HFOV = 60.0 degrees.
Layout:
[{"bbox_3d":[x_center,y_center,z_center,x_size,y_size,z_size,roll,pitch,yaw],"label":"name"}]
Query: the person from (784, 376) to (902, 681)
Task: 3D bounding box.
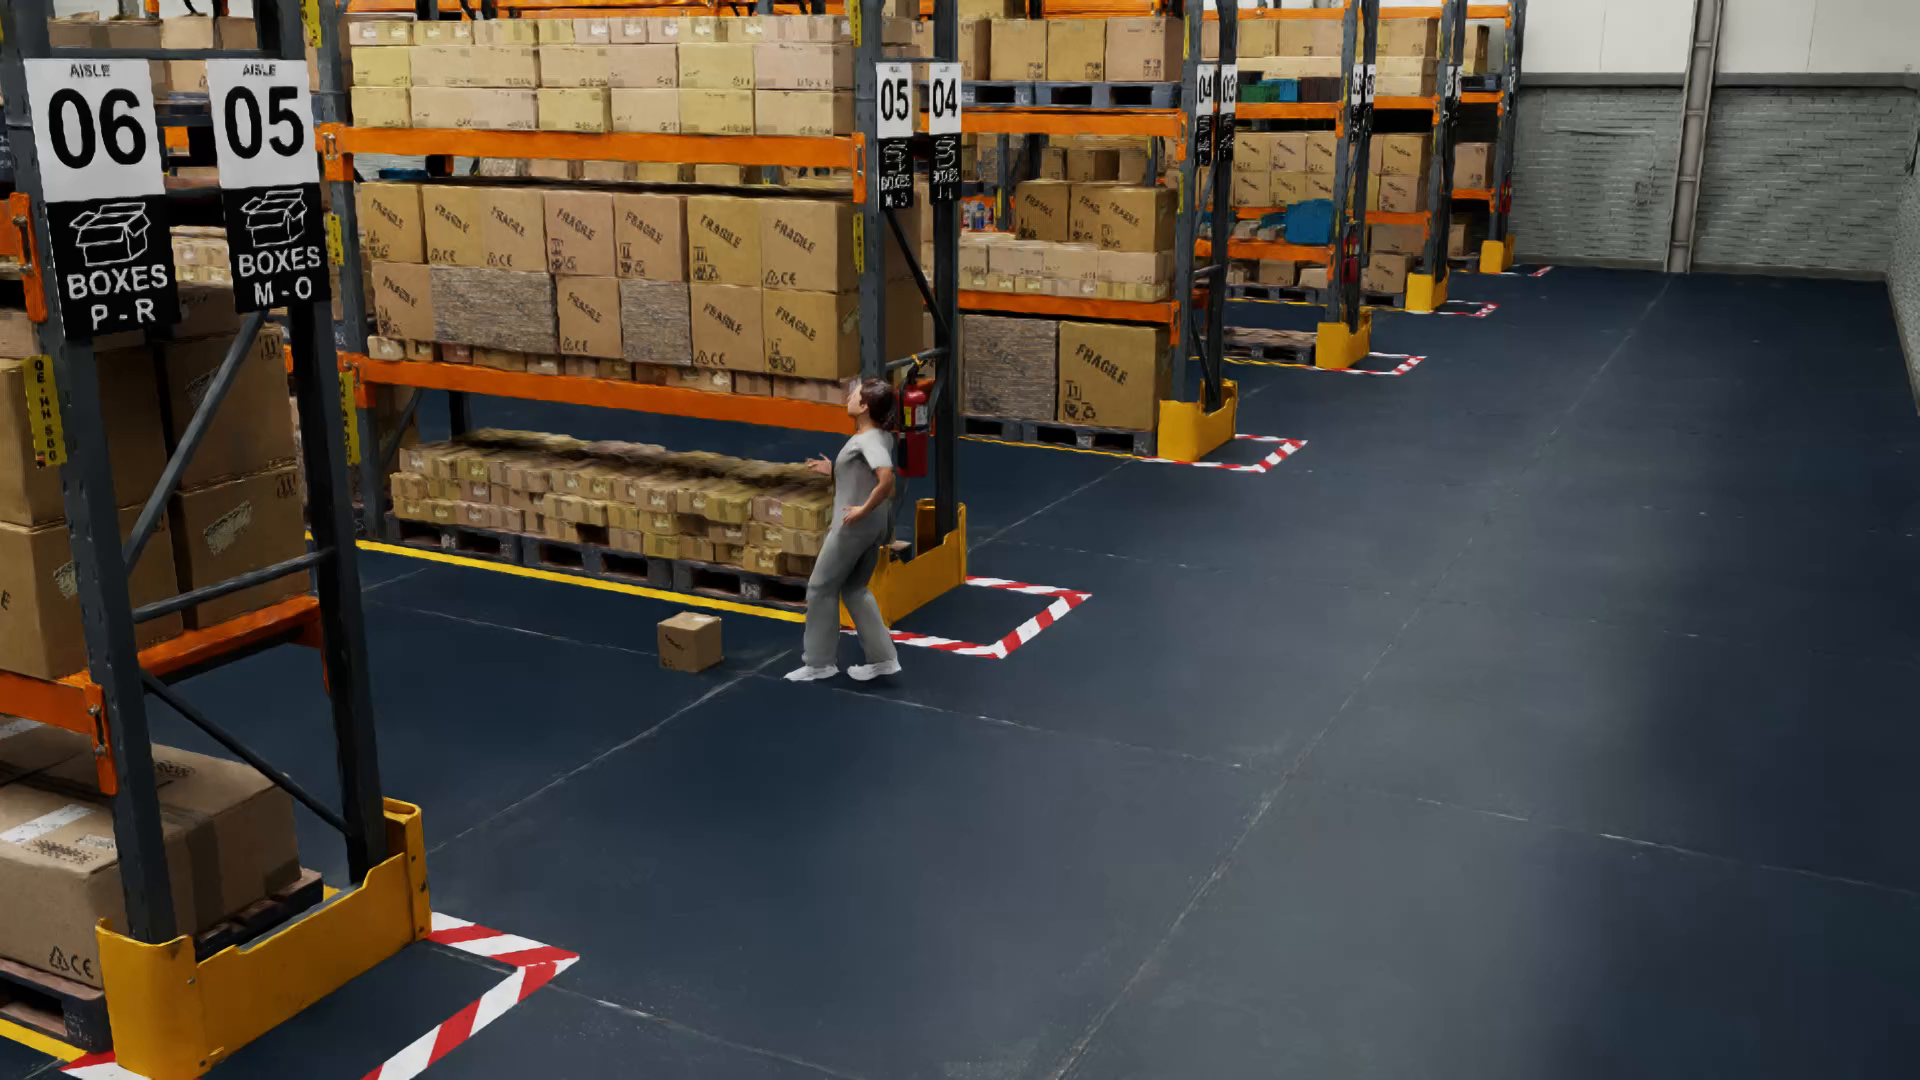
[{"bbox_3d":[-0.596,-0.034,8.760,0.679,1.678,0.543,6,17,20],"label":"person"}]
